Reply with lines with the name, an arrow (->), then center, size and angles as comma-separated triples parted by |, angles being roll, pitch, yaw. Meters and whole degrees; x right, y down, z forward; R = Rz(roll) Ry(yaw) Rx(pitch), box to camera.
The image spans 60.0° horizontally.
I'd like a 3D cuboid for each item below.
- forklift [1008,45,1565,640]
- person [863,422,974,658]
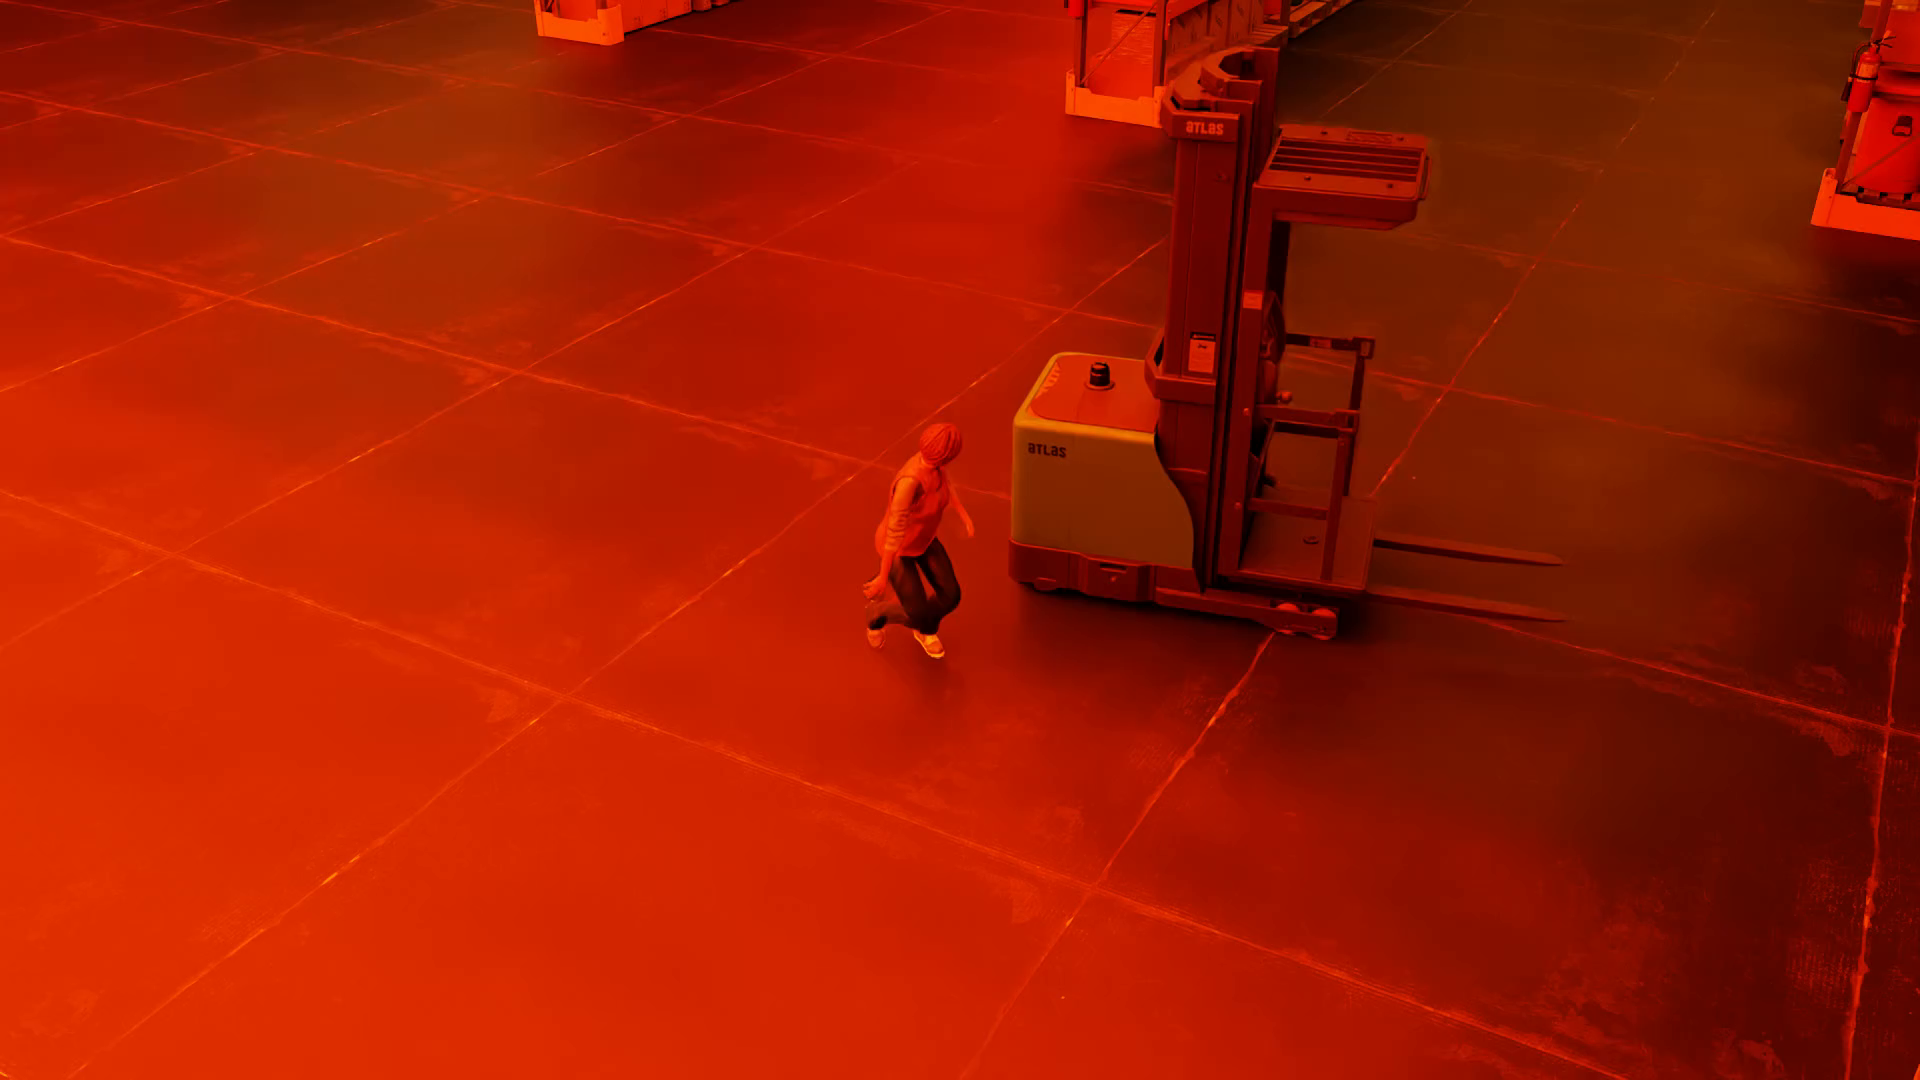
forklift -> 1.849, -1.022, 8.842 | 3.031, 2.935, 1.130 | 8, 31, 14
person -> -0.266, 0.020, 8.580 | 0.503, 1.411, 0.773 | 21, 36, 32
